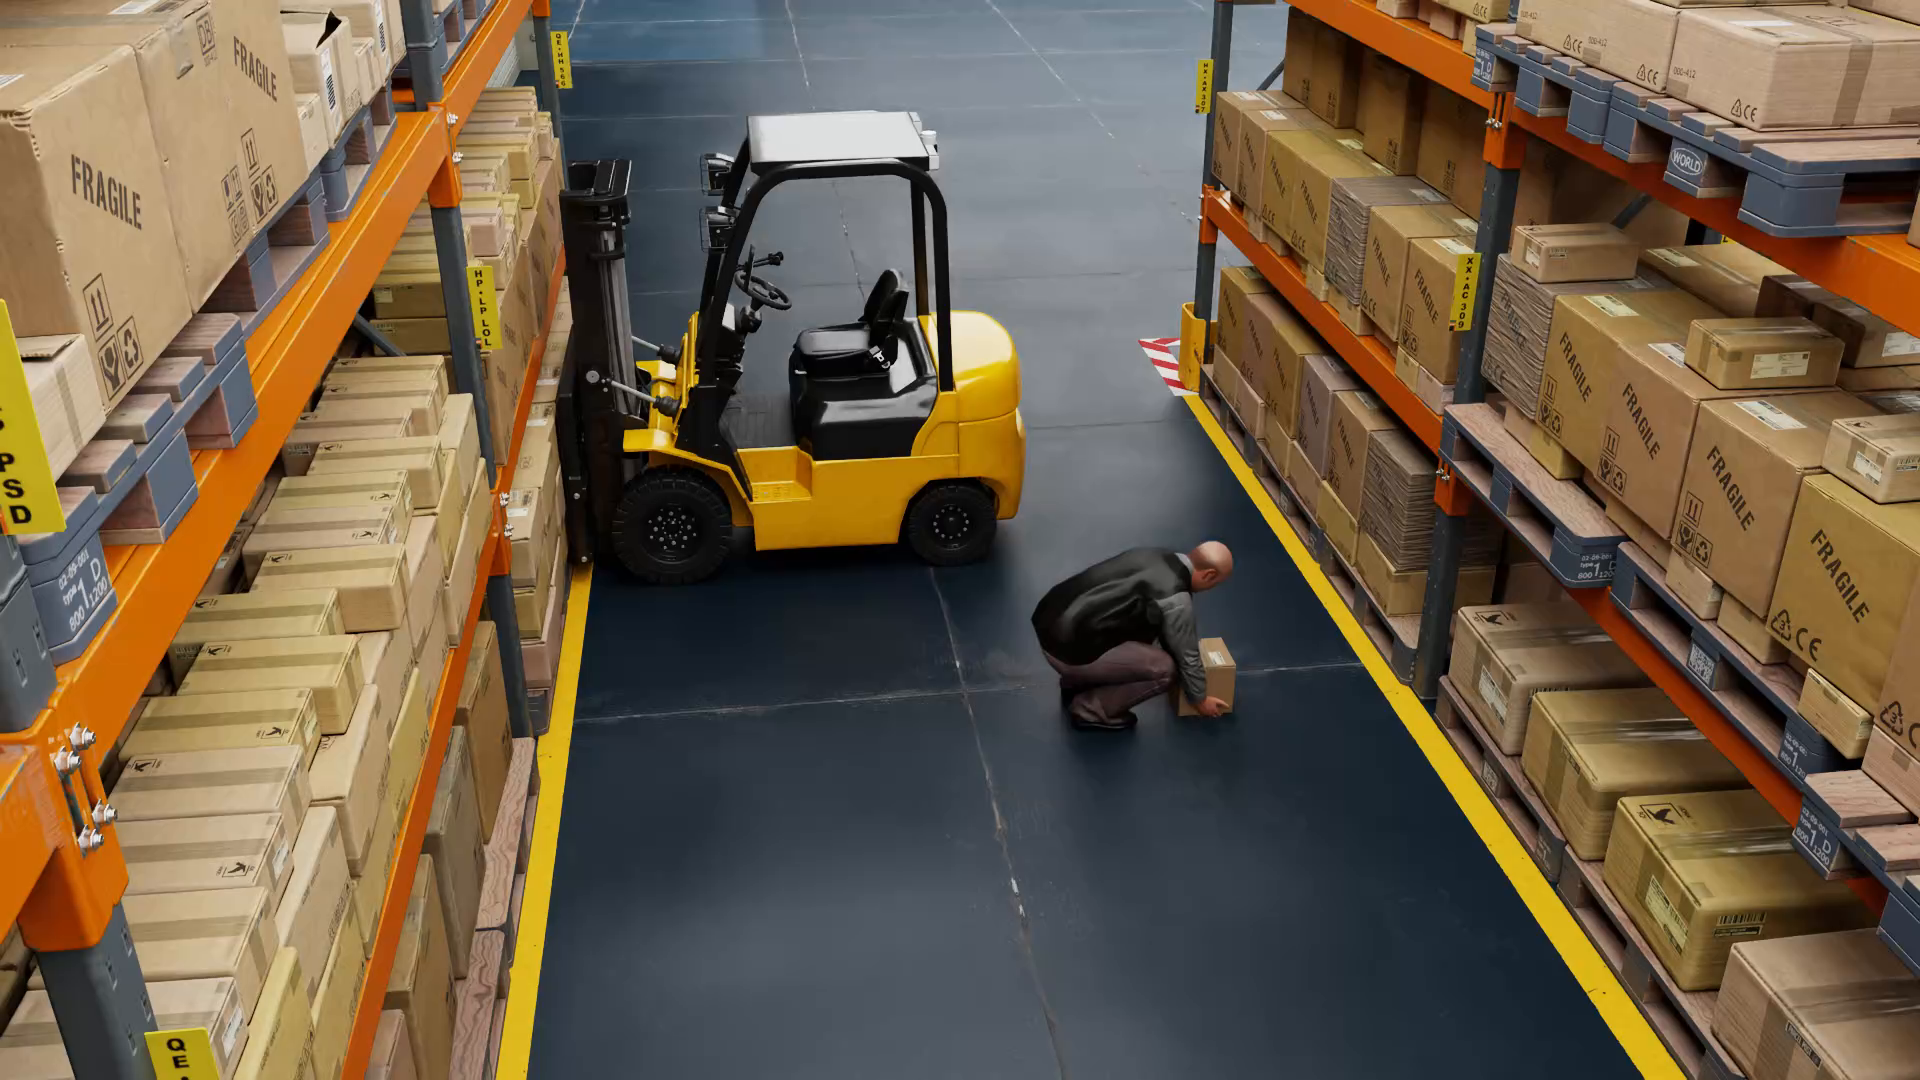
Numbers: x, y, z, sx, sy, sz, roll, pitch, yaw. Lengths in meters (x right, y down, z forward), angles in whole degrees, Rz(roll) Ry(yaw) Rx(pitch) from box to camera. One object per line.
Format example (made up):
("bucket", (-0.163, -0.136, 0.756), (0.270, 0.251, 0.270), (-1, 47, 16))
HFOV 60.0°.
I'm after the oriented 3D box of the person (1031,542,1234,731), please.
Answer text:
("person", (0.772, 0.433, 7.407), (0.898, 0.826, 0.528), (-4, 27, -7))
